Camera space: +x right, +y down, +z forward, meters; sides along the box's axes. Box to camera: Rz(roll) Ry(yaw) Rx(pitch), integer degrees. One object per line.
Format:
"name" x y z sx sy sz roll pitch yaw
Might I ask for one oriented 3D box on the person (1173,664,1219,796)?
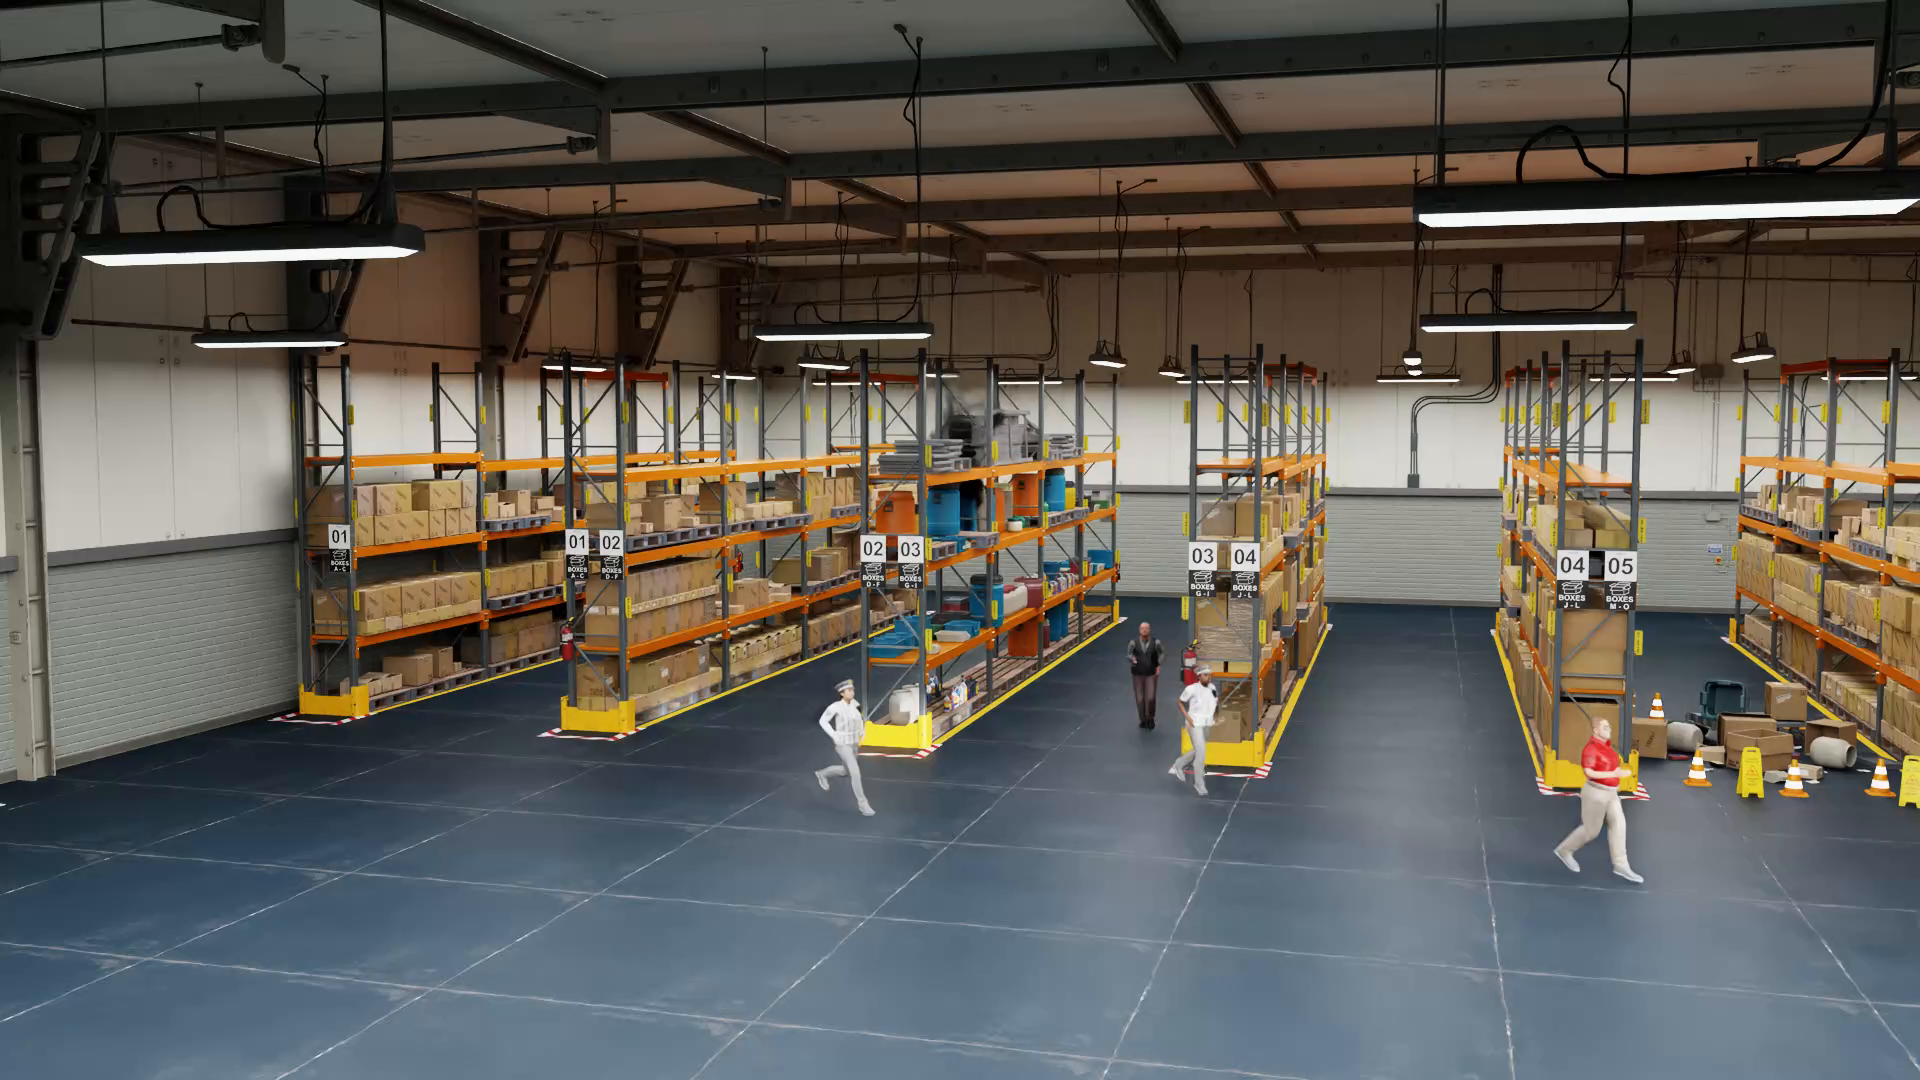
"person" 3.185 2.498 22.282 0.581 1.729 0.807 -3 5 -31

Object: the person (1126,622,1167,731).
"person" 2.940 2.174 26.398 0.642 1.717 0.647 1 4 13

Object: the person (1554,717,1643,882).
"person" 6.903 2.770 17.927 0.664 1.724 0.924 -4 6 -45

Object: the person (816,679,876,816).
"person" -1.445 2.600 21.119 1.050 1.698 0.586 3 5 36
